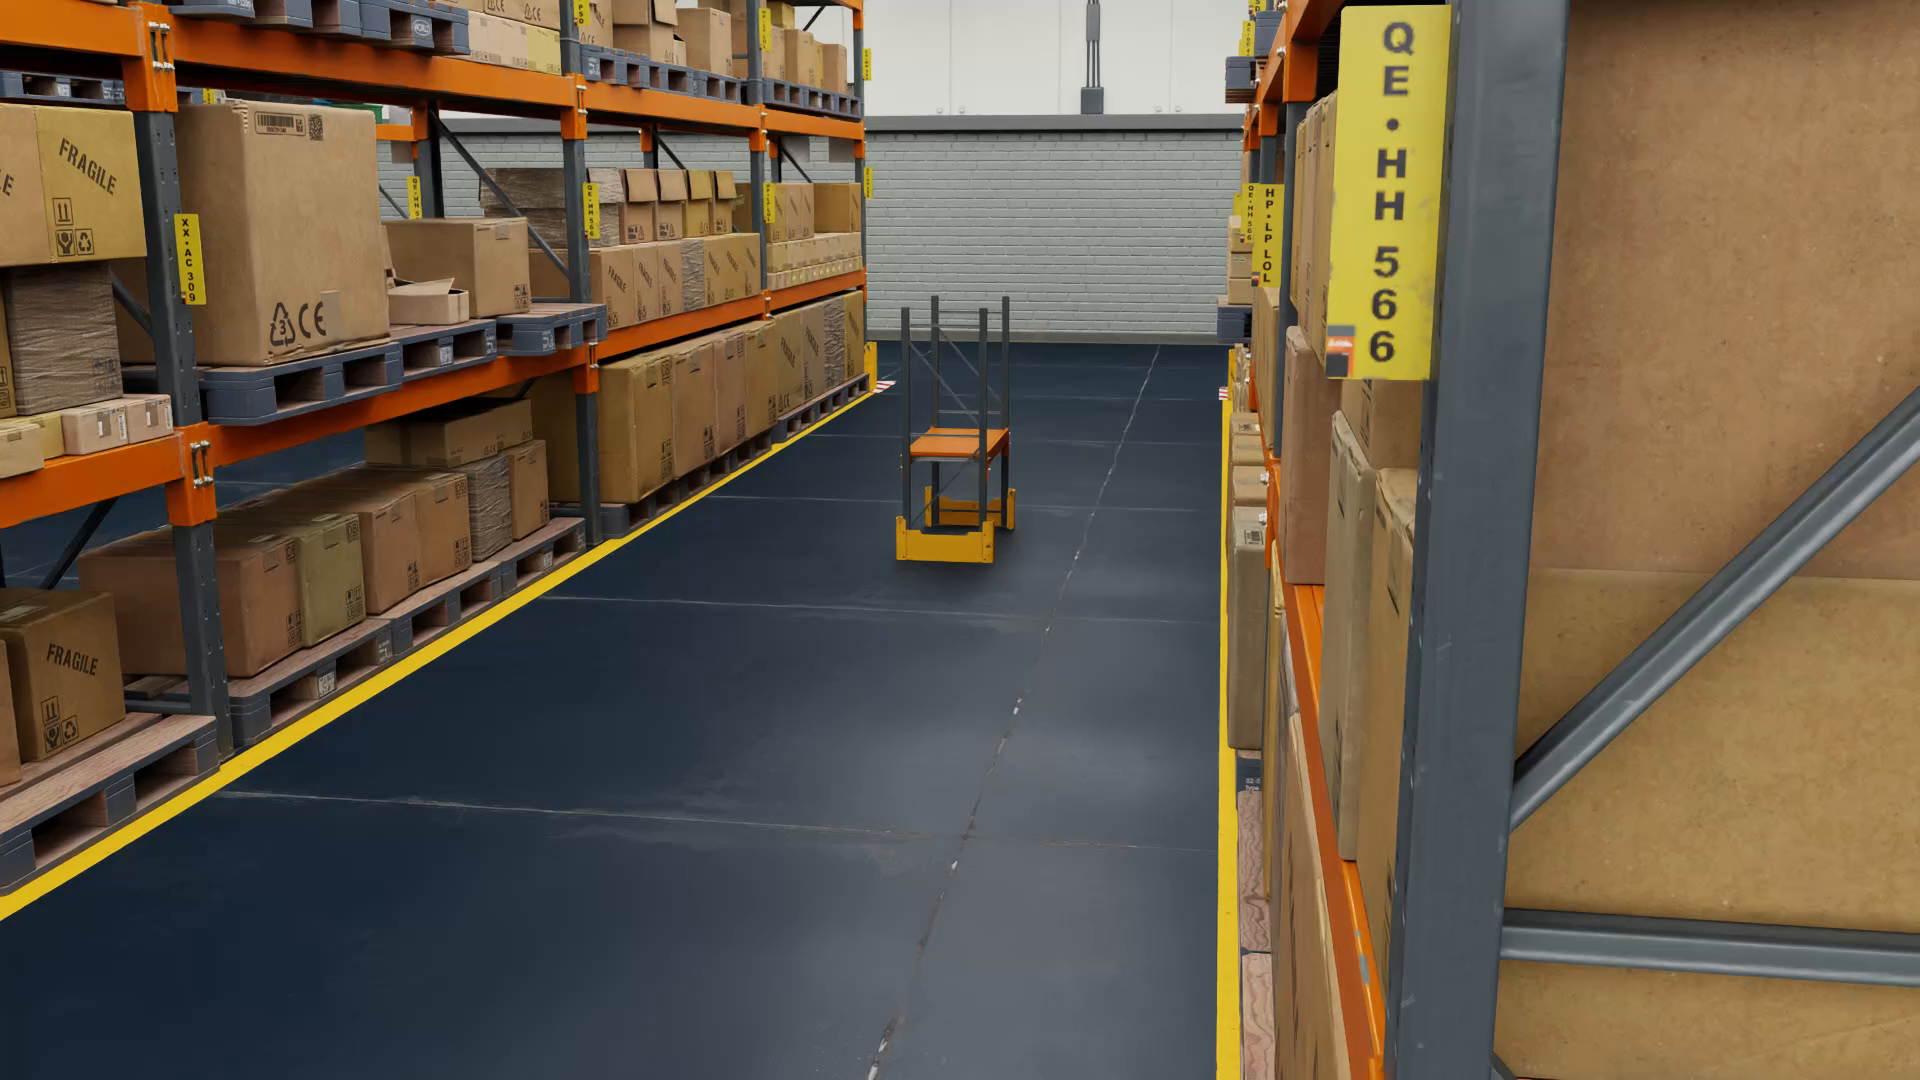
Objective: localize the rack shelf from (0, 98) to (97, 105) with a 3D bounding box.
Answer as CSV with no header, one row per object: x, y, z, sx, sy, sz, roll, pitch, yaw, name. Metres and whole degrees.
-7.324,-3.142,12.539,1.077,0.370,4.000,2,12,9,rack shelf

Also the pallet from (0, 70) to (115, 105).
-7.212,-3.415,12.547,1.003,0.211,1.213,2,12,9,pallet

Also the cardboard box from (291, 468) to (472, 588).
-2.974,-0.069,8.583,0.700,0.500,0.500,3,13,13,cardboard box

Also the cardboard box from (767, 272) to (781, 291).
-1.749,-2.211,14.229,0.380,0.149,0.250,2,12,9,cardboard box

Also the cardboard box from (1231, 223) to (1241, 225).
1.851,-1.865,10.217,0.380,0.149,0.250,2,12,10,cardboard box

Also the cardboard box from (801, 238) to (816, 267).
-1.636,-2.656,15.346,0.500,0.250,0.500,2,12,10,cardboard box

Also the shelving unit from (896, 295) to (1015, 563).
-0.012,-0.717,10.262,0.587,1.500,1.083,2,12,9,shelving unit

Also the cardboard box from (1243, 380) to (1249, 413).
2.060,-0.875,10.589,0.500,0.250,0.500,2,12,9,cardboard box

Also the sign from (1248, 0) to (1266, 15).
1.612,-3.006,8.972,0.100,0.325,0.005,2,12,9,sign

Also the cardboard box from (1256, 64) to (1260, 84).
2.048,-3.015,10.008,0.500,0.500,0.500,2,12,9,cardboard box

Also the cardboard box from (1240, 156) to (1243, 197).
2.873,-3.319,15.458,0.500,0.500,0.500,2,12,7,cardboard box

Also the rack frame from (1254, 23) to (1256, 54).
2.763,-5.034,12.491,1.000,3.000,0.127,2,12,9,rack frame

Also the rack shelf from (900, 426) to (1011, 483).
-0.013,-0.540,10.291,0.538,0.185,1.000,2,12,9,rack shelf

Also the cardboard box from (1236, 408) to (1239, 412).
2.486,-1.005,13.809,0.380,0.149,0.250,2,12,9,cardboard box

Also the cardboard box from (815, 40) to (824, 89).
-1.740,-4.662,16.413,0.700,0.500,0.500,1,12,7,cardboard box

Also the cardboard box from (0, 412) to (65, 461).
-3.241,-0.339,5.541,0.380,0.149,0.250,2,12,9,cardboard box

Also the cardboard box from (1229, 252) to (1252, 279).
1.773,-1.614,9.756,0.380,0.149,0.250,2,12,10,cardboard box

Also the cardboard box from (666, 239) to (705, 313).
-2.163,-1.910,11.997,0.500,0.500,0.500,2,12,9,cardboard box

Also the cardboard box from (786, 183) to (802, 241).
-1.713,-2.915,14.771,0.500,0.500,0.500,2,12,9,cardboard box

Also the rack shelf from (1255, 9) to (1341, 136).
1.840,-1.967,7.087,1.077,0.370,4.000,2,12,9,rack shelf

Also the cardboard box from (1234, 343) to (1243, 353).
2.962,-1.938,16.725,0.380,0.149,0.250,1,12,6,cardboard box

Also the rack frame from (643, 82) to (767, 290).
-2.123,-2.283,13.966,1.000,3.000,0.127,2,12,9,rack frame

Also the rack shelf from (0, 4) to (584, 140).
-3.046,-2.149,7.931,1.077,0.370,4.000,2,12,9,rack shelf

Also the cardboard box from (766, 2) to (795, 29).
-1.828,-4.831,15.420,0.500,0.250,0.500,1,12,7,cardboard box

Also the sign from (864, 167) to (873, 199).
-0.974,-3.777,17.588,0.100,0.325,0.005,2,12,9,sign

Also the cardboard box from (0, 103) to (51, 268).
-3.226,-1.094,5.133,0.500,0.500,0.500,2,12,9,cardboard box

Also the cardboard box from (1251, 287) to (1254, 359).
1.812,-1.233,8.856,0.500,0.500,0.500,2,12,9,cardboard box

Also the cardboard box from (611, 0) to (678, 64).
-2.445,-3.598,11.708,0.797,0.503,0.637,2,12,8,cardboard box

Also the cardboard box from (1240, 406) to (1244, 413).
2.139,-0.616,11.168,0.500,0.500,0.500,1,12,6,cardboard box

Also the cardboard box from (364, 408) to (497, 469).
-2.883,-0.559,9.075,0.500,0.250,0.500,3,13,15,cardboard box

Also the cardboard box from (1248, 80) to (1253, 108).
2.571,-3.605,13.338,0.500,0.250,0.500,2,12,10,cardboard box

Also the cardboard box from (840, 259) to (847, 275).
-1.355,-2.749,16.727,0.380,0.149,0.250,2,12,10,cardboard box

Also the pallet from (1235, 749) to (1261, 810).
1.576,0.764,6.446,1.003,0.211,1.213,2,12,9,pallet

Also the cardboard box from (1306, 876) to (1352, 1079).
0.956,1.087,2.377,0.875,0.875,0.875,2,12,9,cardboard box

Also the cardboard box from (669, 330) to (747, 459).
-2.338,-1.130,12.662,1.225,0.875,0.875,1,12,7,cardboard box

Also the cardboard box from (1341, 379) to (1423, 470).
1.006,-0.398,2.300,0.875,0.550,0.550,2,12,9,cardboard box

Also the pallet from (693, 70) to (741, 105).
-2.215,-3.463,12.778,0.805,0.209,1.217,1,12,6,pallet

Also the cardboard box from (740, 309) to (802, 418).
-1.942,-1.584,14.772,0.875,0.875,0.875,2,12,9,cardboard box

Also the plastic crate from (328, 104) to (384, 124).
-6.271,-4.424,17.285,0.450,0.188,0.336,2,12,9,plastic crate

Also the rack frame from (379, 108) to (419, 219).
-6.402,-3.276,18.575,1.000,3.000,0.127,2,12,9,rack frame

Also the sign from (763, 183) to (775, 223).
-1.585,-2.795,13.781,0.100,0.325,0.005,2,12,9,sign

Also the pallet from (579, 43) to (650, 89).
-2.691,-2.960,10.436,1.213,0.211,1.003,2,12,11,pallet

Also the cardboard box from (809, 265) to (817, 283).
-1.550,-2.481,15.481,0.380,0.149,0.250,2,12,9,cardboard box

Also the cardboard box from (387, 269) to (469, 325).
-2.728,-1.234,8.421,0.396,0.266,0.258,2,12,7,cardboard box

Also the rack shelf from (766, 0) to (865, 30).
-1.815,-5.085,15.384,1.077,0.370,4.000,2,12,9,rack shelf

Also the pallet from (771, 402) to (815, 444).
-1.929,-1.076,14.983,1.003,0.211,1.213,2,12,9,pallet

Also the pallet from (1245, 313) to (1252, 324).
2.411,-1.588,11.198,1.003,0.211,1.213,2,12,9,pallet

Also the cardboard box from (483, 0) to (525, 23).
-2.632,-2.995,8.728,0.500,0.500,0.500,2,12,9,cardboard box

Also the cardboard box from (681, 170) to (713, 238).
-2.330,-2.546,12.571,0.797,0.503,0.637,2,12,9,cardboard box

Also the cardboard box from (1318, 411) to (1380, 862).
0.992,0.130,2.416,0.875,0.550,0.550,2,12,9,cardboard box

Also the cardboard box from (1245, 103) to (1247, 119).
2.971,-4.132,15.783,0.500,0.250,0.500,2,12,10,cardboard box

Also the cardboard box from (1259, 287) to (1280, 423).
1.426,-0.707,6.417,0.500,0.500,0.500,2,12,8,cardboard box

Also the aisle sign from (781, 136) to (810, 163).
-1.793,-4.411,17.671,0.394,0.787,0.004,2,12,9,aisle sign

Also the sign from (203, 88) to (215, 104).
-6.474,-3.896,14.310,0.100,0.325,0.005,2,12,9,sign

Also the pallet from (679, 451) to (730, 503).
-2.352,-0.502,12.322,1.003,0.211,1.213,2,12,9,pallet

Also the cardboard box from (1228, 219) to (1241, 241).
2.050,-2.138,11.482,0.380,0.149,0.250,2,12,11,cardboard box
